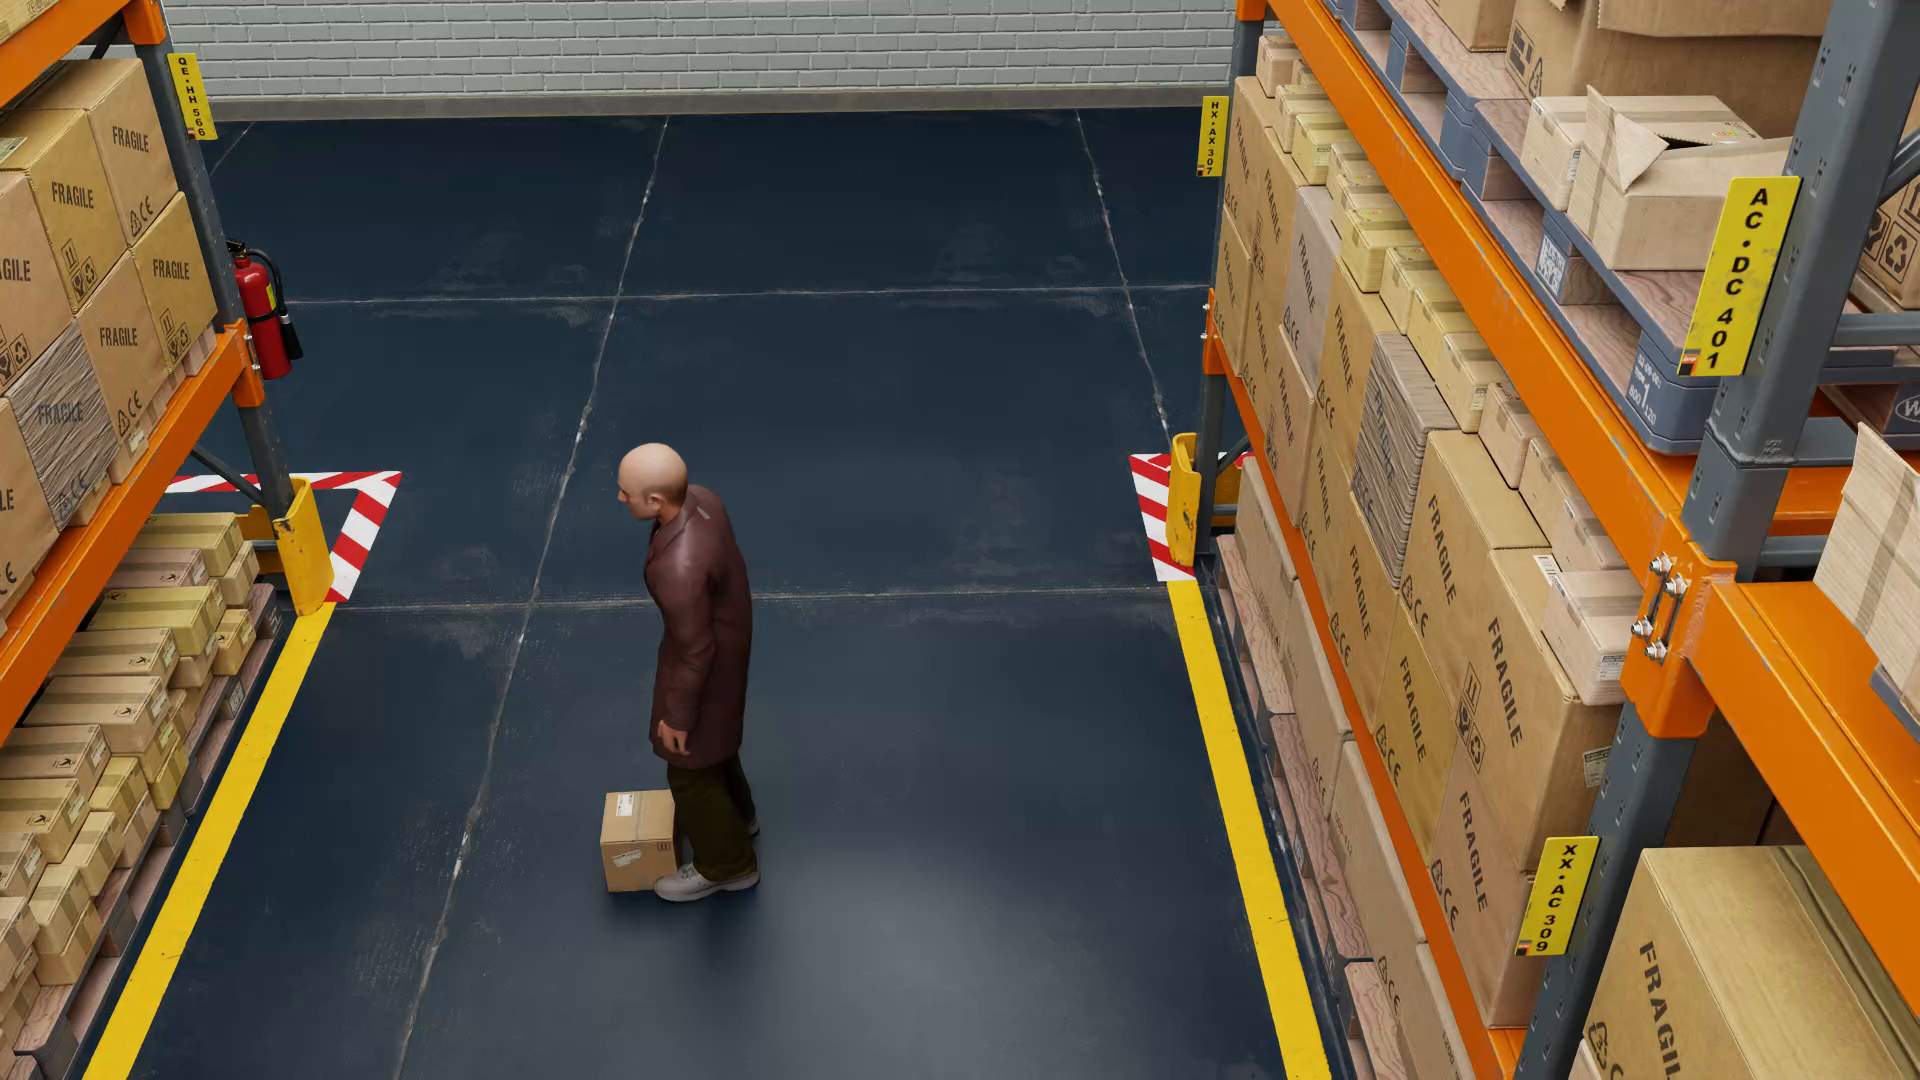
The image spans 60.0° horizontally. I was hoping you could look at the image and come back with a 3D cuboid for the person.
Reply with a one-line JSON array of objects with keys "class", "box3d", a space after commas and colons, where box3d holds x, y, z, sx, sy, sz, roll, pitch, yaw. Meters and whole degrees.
[{"class": "person", "box3d": [-0.888, 0.436, 5.529, 0.426, 1.774, 0.644, -1, 35, -2]}]
